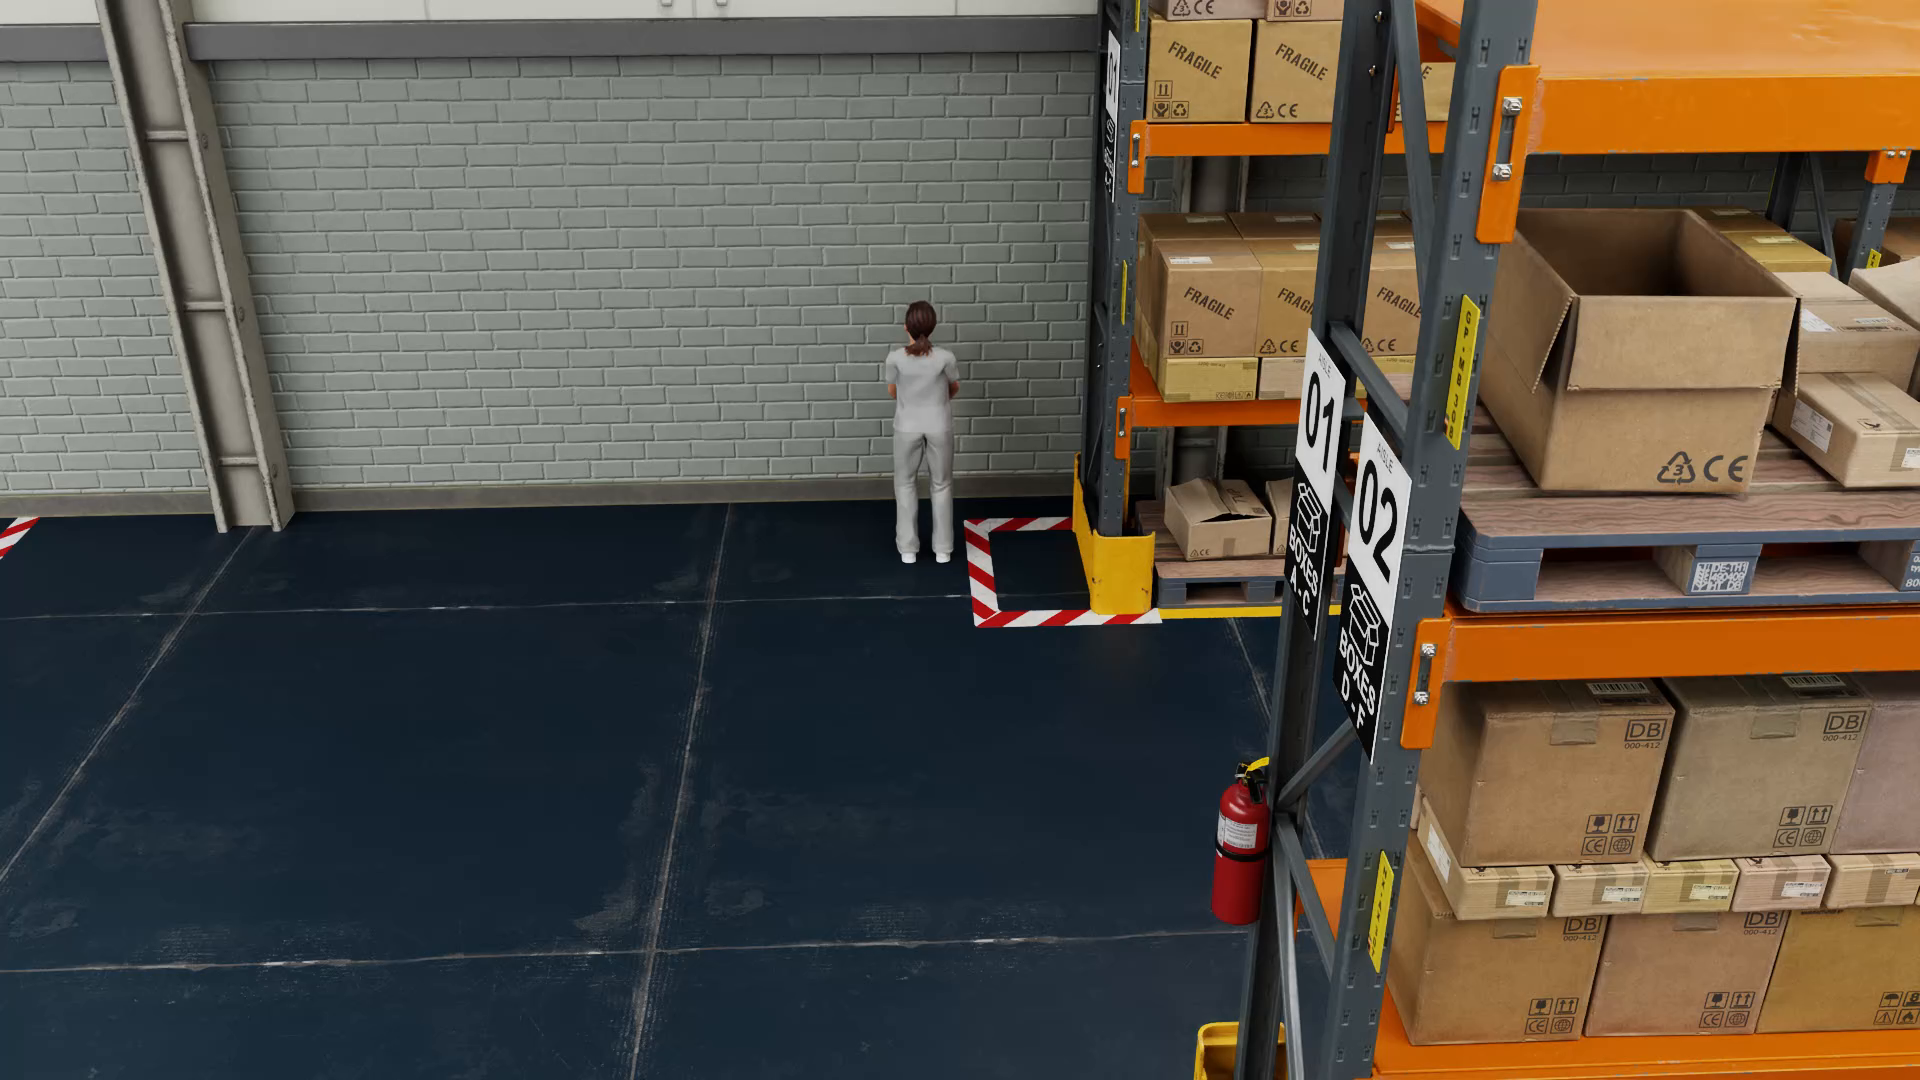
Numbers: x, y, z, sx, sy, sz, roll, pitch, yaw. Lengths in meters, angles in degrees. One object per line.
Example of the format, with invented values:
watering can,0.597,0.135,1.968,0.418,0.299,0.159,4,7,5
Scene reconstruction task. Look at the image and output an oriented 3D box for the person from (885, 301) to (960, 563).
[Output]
person,-0.220,-0.669,9.912,0.436,1.663,0.560,-1,28,-2
